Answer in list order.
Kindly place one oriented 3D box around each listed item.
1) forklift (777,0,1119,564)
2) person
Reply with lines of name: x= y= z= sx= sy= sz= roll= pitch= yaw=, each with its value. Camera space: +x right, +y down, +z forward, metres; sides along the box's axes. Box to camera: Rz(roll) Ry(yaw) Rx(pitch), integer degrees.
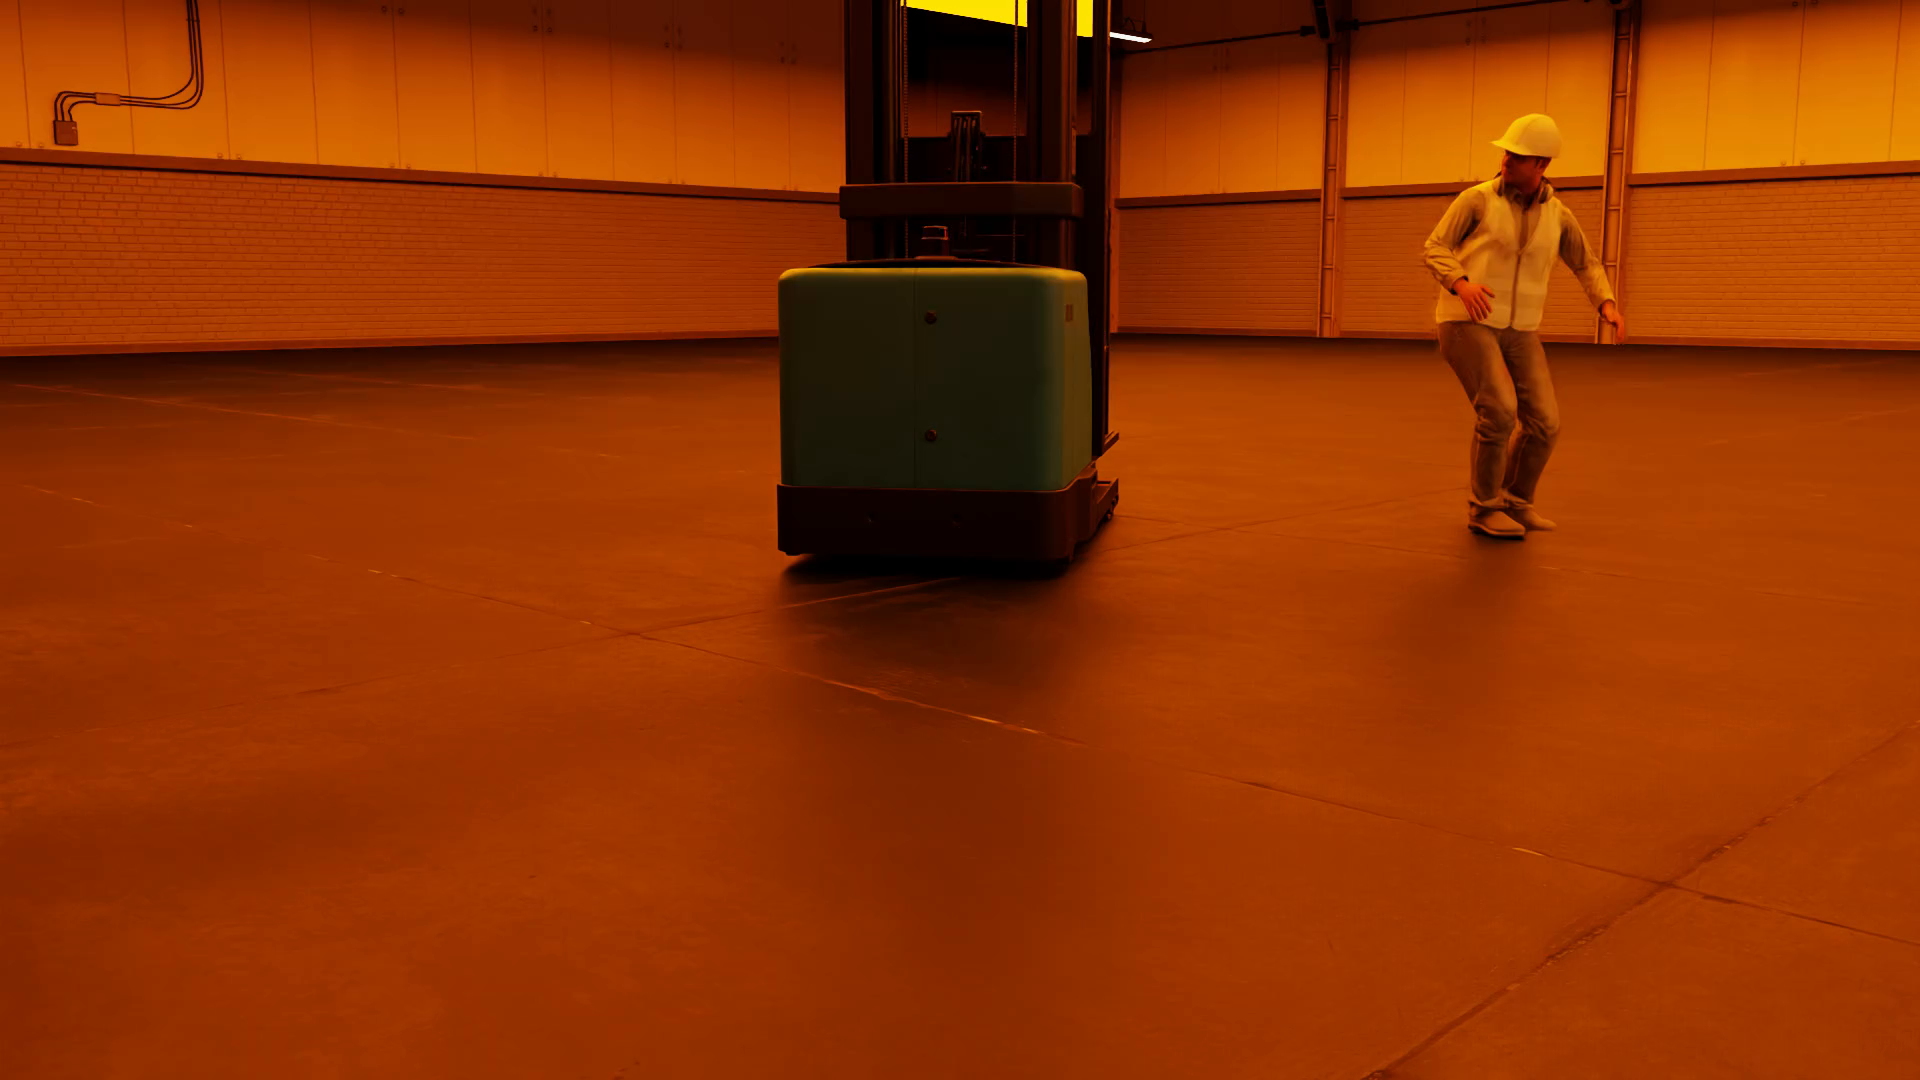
forklift: x=0.112 y=-1.541 z=7.107 sx=1.130 sy=2.935 sz=3.031 roll=2 pitch=9 yaw=10
person: x=2.299 y=-0.862 z=6.833 sx=0.764 sy=1.726 sz=0.602 roll=-2 pitch=9 yaw=-15
